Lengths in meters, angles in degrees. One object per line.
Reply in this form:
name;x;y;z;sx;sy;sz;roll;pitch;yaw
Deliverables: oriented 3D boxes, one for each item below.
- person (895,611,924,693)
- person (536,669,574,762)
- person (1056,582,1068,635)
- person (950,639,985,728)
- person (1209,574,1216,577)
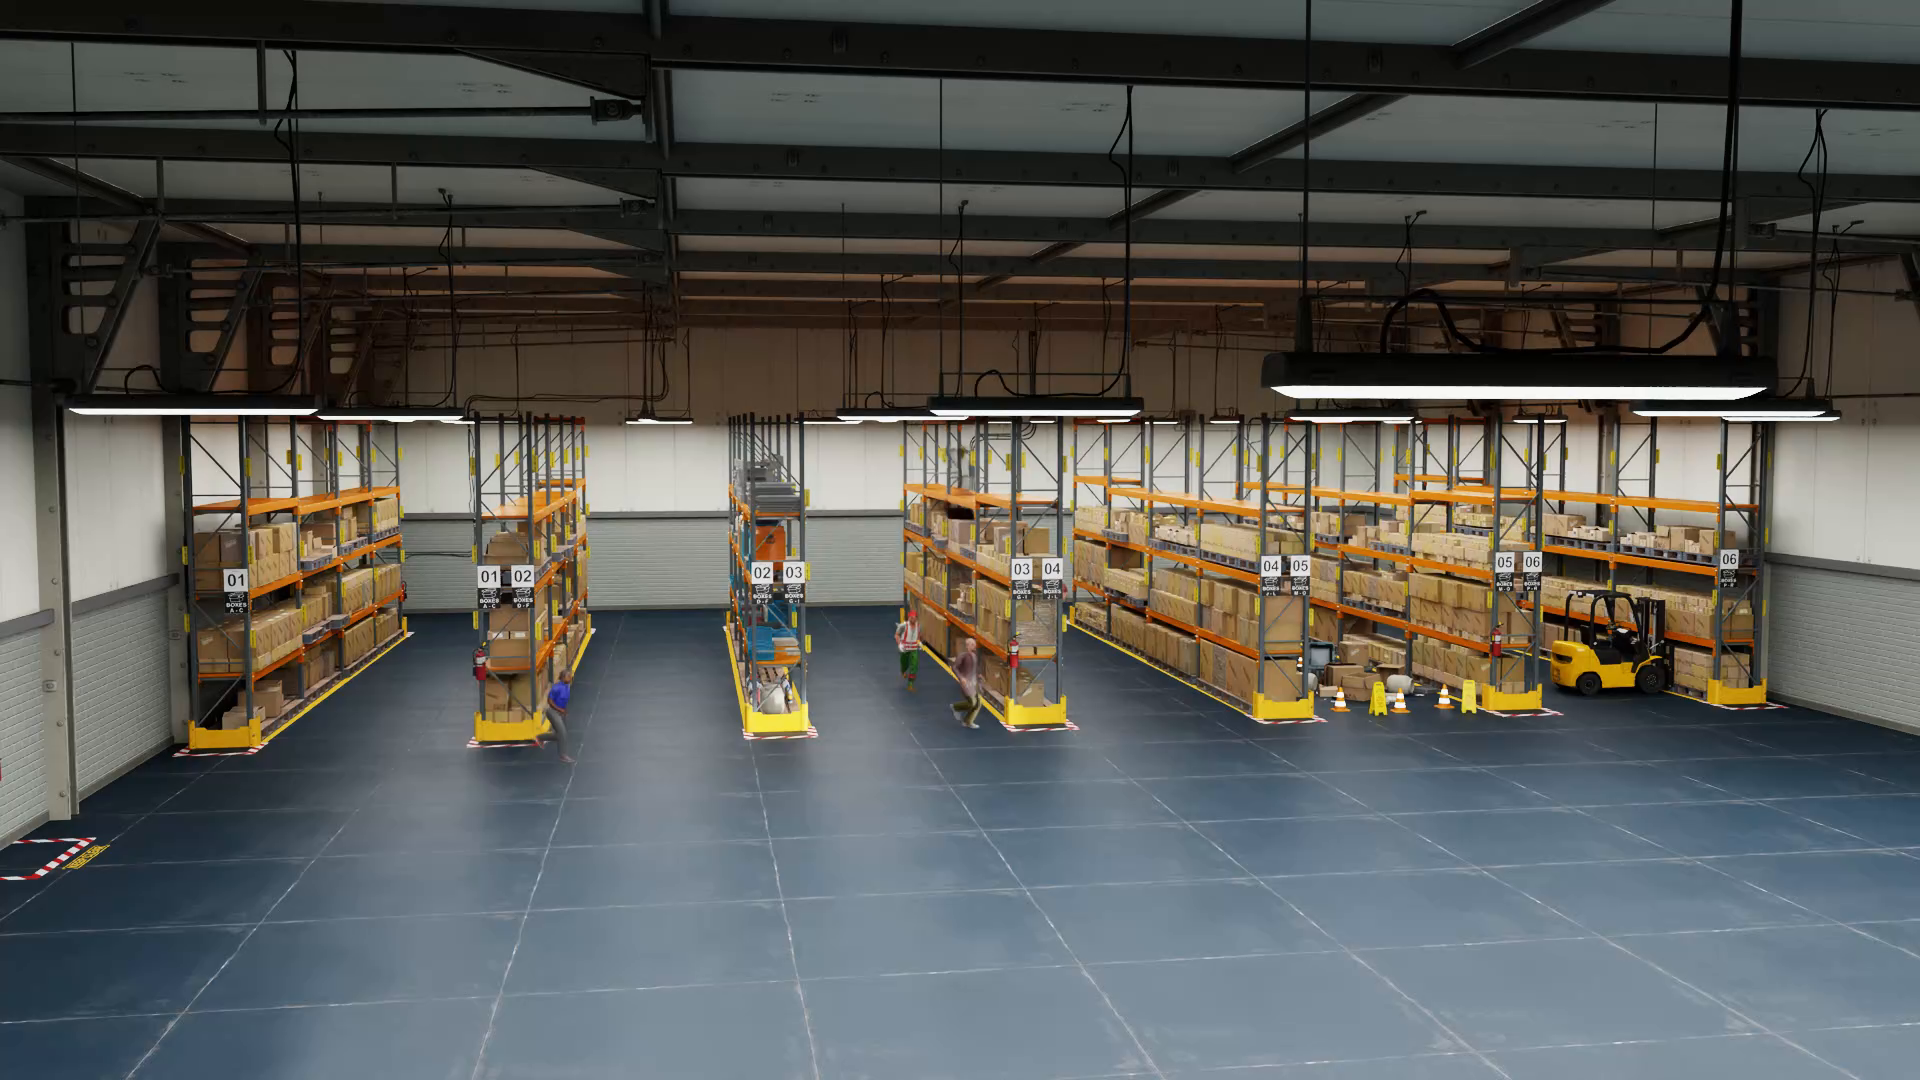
person;-1.107;2.403;36.270;0.662;1.769;0.975;-1;4;-15
person;-6.972;3.000;28.497;0.755;1.607;0.561;2;4;23
person;2.667;1.774;45.627;0.639;1.707;0.632;-1;4;-8
person;0.134;2.763;31.704;0.654;1.639;0.723;4;5;42
person;6.874;1.786;45.148;0.566;1.694;0.929;-2;4;-28
